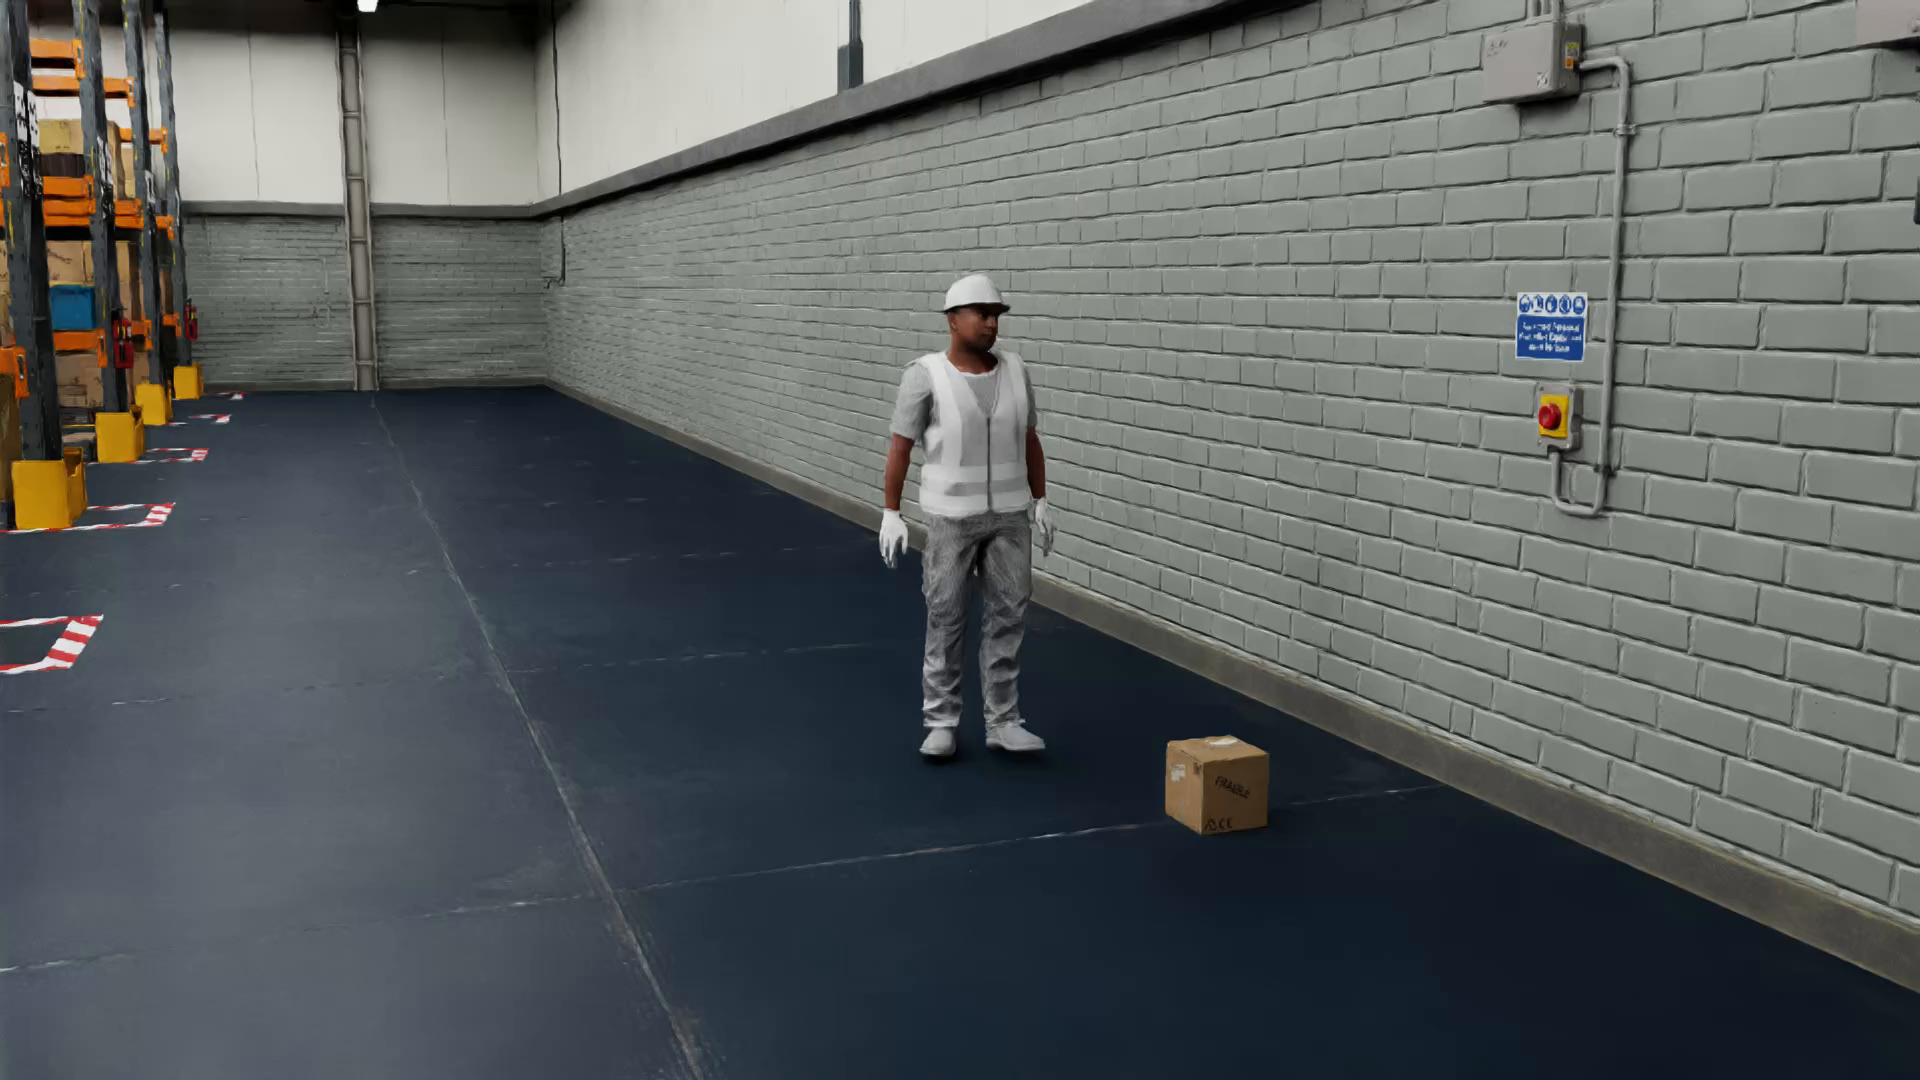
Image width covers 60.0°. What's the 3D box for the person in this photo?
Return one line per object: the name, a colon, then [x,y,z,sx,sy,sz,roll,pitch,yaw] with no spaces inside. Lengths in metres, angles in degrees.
person: [0.049,-0.081,6.171,0.671,1.791,0.453,-3,9,-20]
